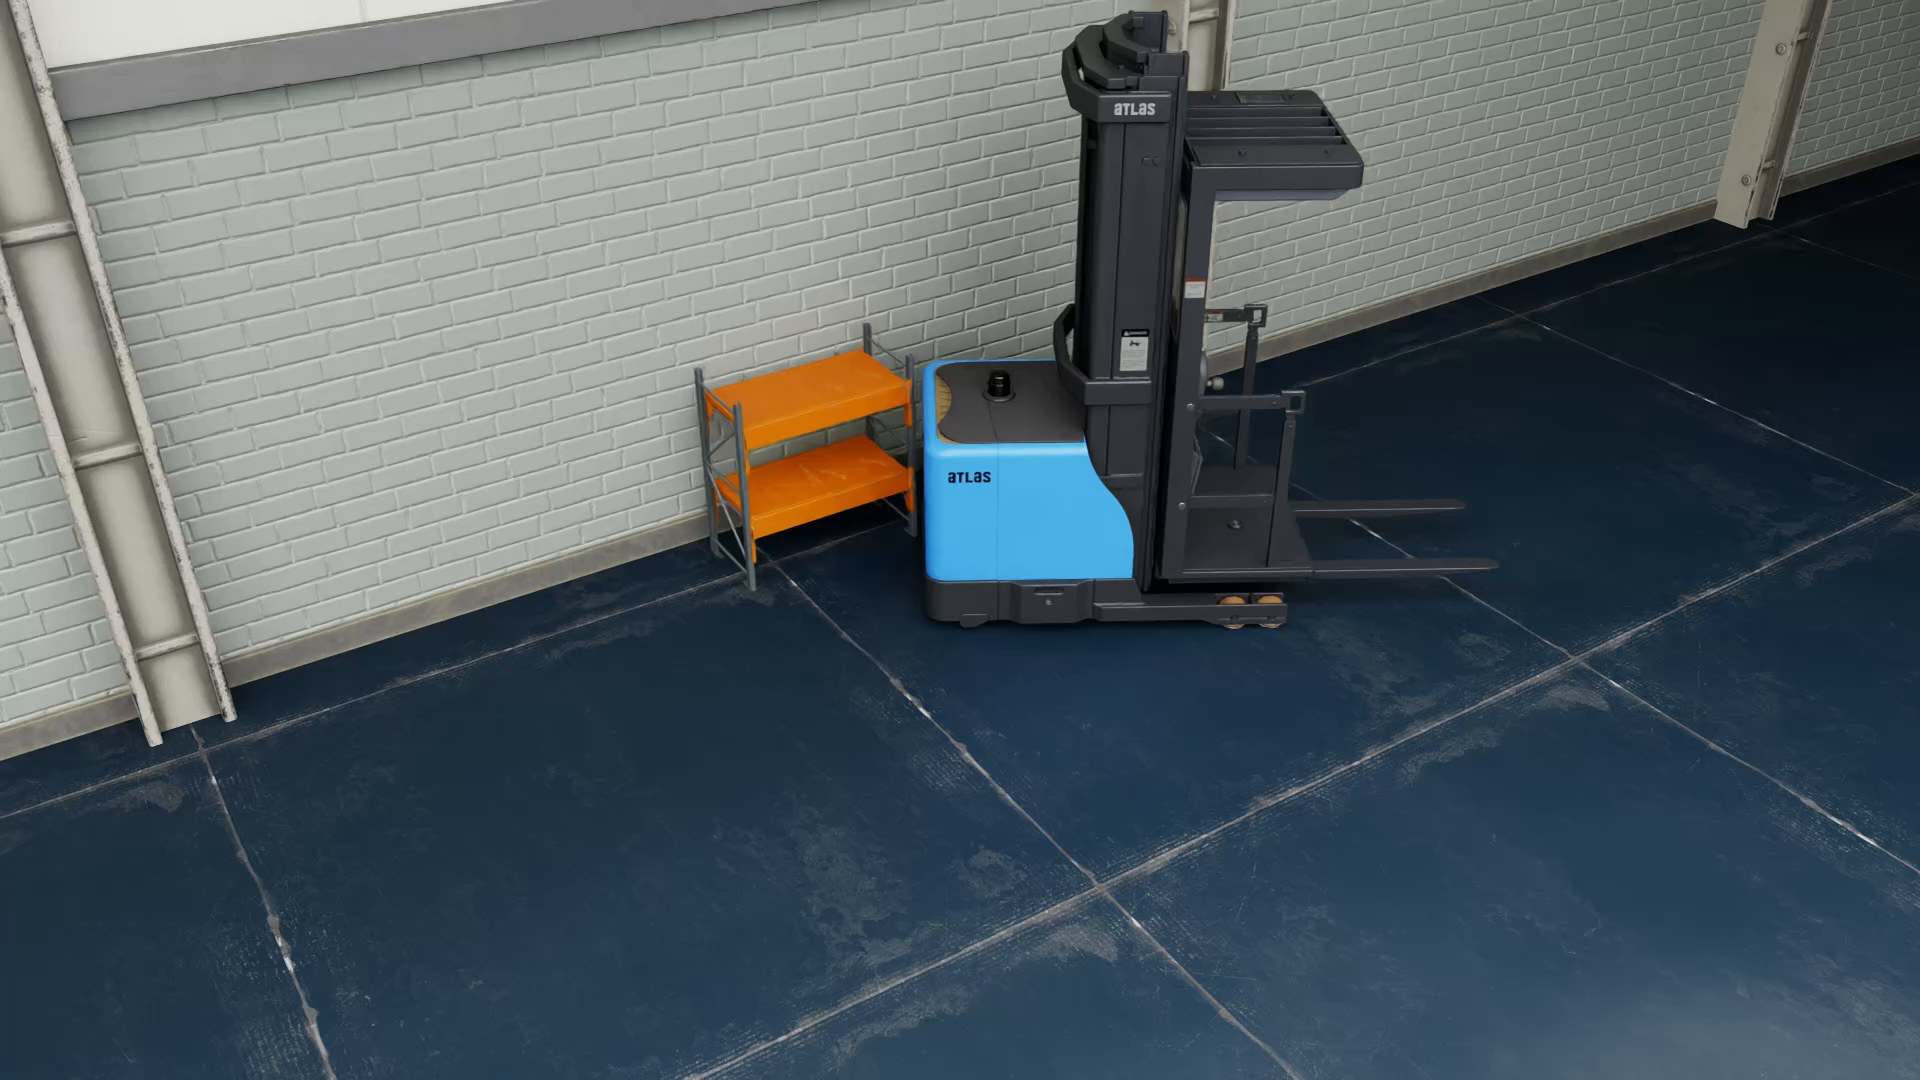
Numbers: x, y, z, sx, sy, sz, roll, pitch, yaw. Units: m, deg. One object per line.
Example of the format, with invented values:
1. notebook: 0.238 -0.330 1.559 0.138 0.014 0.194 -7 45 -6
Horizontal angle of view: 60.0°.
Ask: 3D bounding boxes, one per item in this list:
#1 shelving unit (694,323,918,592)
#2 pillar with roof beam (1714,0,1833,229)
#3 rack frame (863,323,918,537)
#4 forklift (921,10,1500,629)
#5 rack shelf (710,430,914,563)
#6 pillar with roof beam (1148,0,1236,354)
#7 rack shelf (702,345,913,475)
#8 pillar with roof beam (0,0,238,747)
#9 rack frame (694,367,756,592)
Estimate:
1. shelving unit: -0.816 -0.461 9.047 1.048 1.125 0.538 -19 37 -27
2. pillar with roof beam: 8.691 -4.496 8.064 0.400 9.000 9.100 -19 37 -27
3. rack frame: -0.389 -0.607 9.280 0.032 1.125 0.500 -19 37 -27
4. forklift: 1.314 -1.062 8.309 3.031 2.935 1.130 -1 32 -2
5. rack shelf: -0.816 -0.254 9.178 1.000 0.278 0.538 -19 37 -27
6. pillar with roof beam: 3.648 -2.761 5.315 0.400 9.000 9.100 -19 37 -27
7. rack shelf: -0.816 -0.708 8.891 1.000 0.278 0.538 -19 37 -27
8. pillar with roof beam: -1.395 -1.027 2.565 0.400 9.000 9.100 -19 37 -27
9. rack frame: -1.244 -0.314 8.814 0.032 1.125 0.500 -19 37 -27
